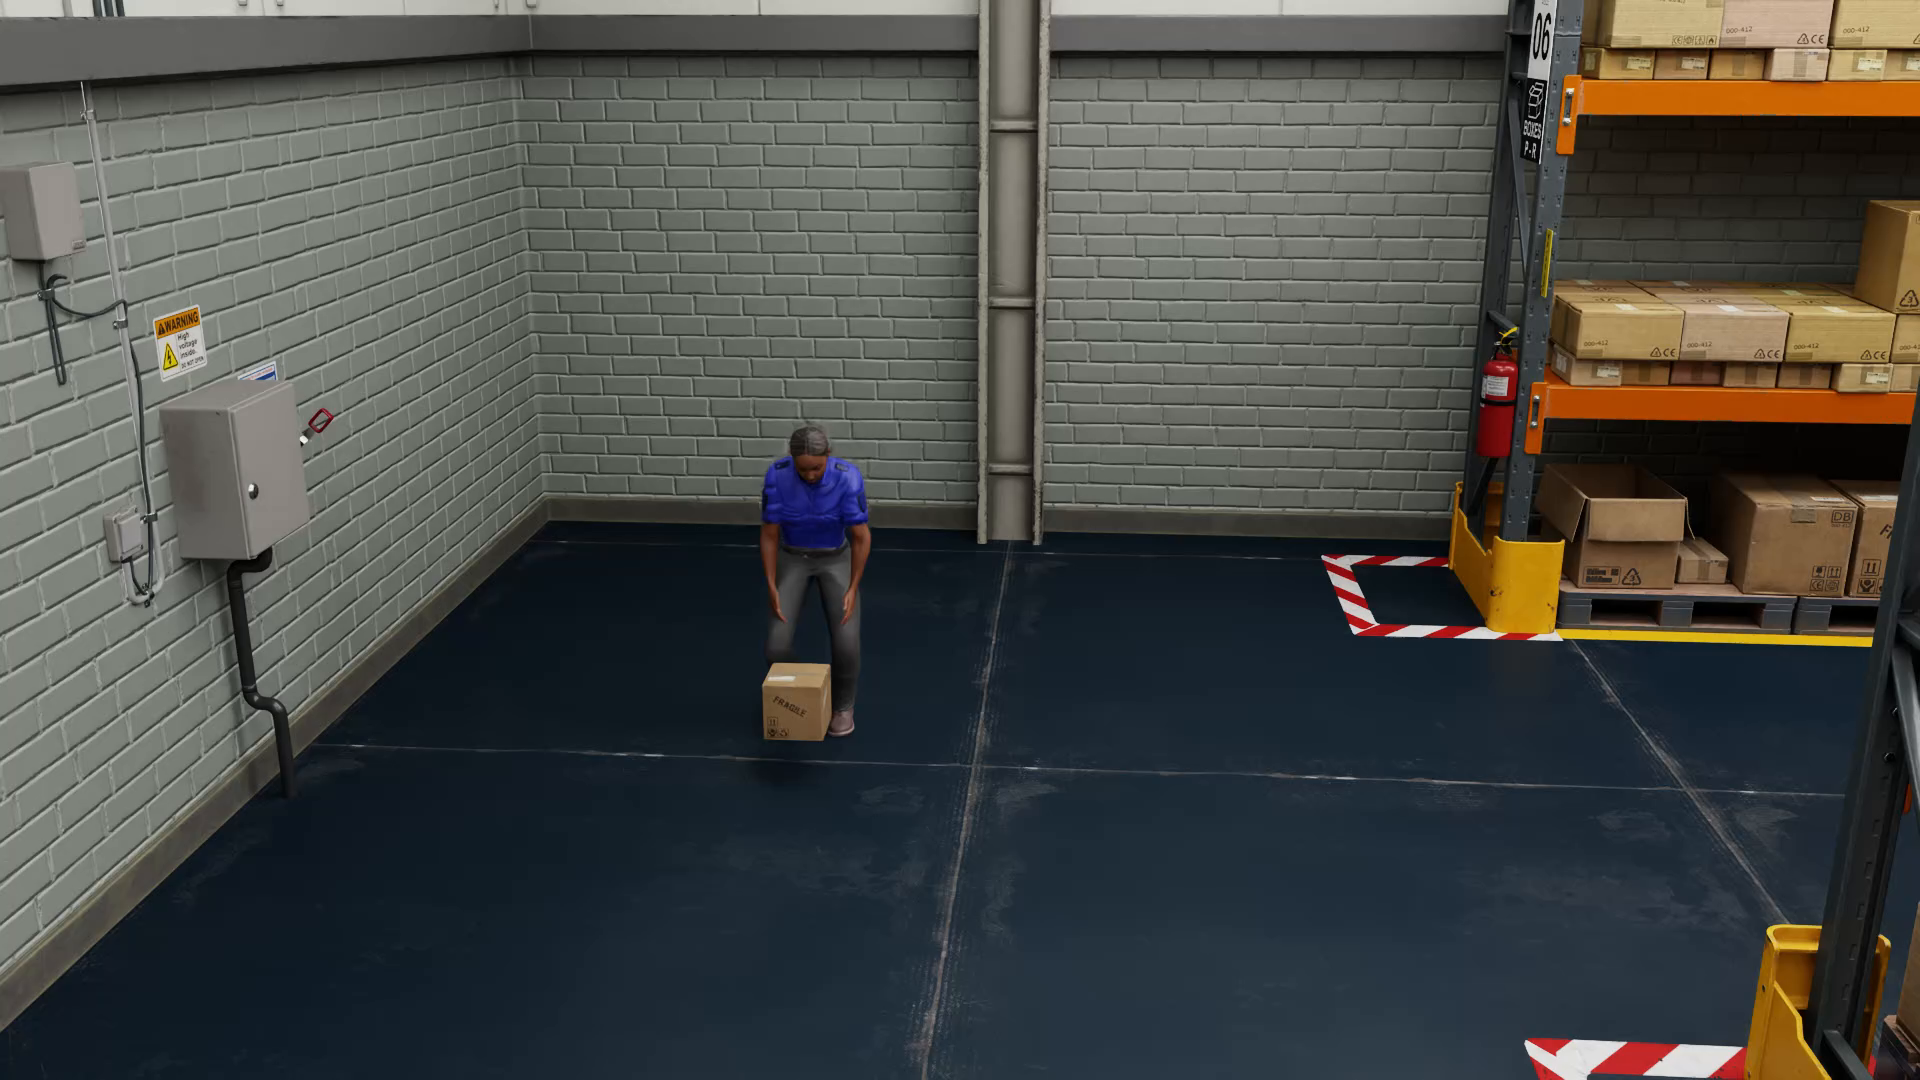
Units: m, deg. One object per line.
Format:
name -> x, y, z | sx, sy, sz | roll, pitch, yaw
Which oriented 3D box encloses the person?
person -> -0.627, 0.166, 7.376 | 0.490, 1.465, 0.556 | 1, 18, 5
